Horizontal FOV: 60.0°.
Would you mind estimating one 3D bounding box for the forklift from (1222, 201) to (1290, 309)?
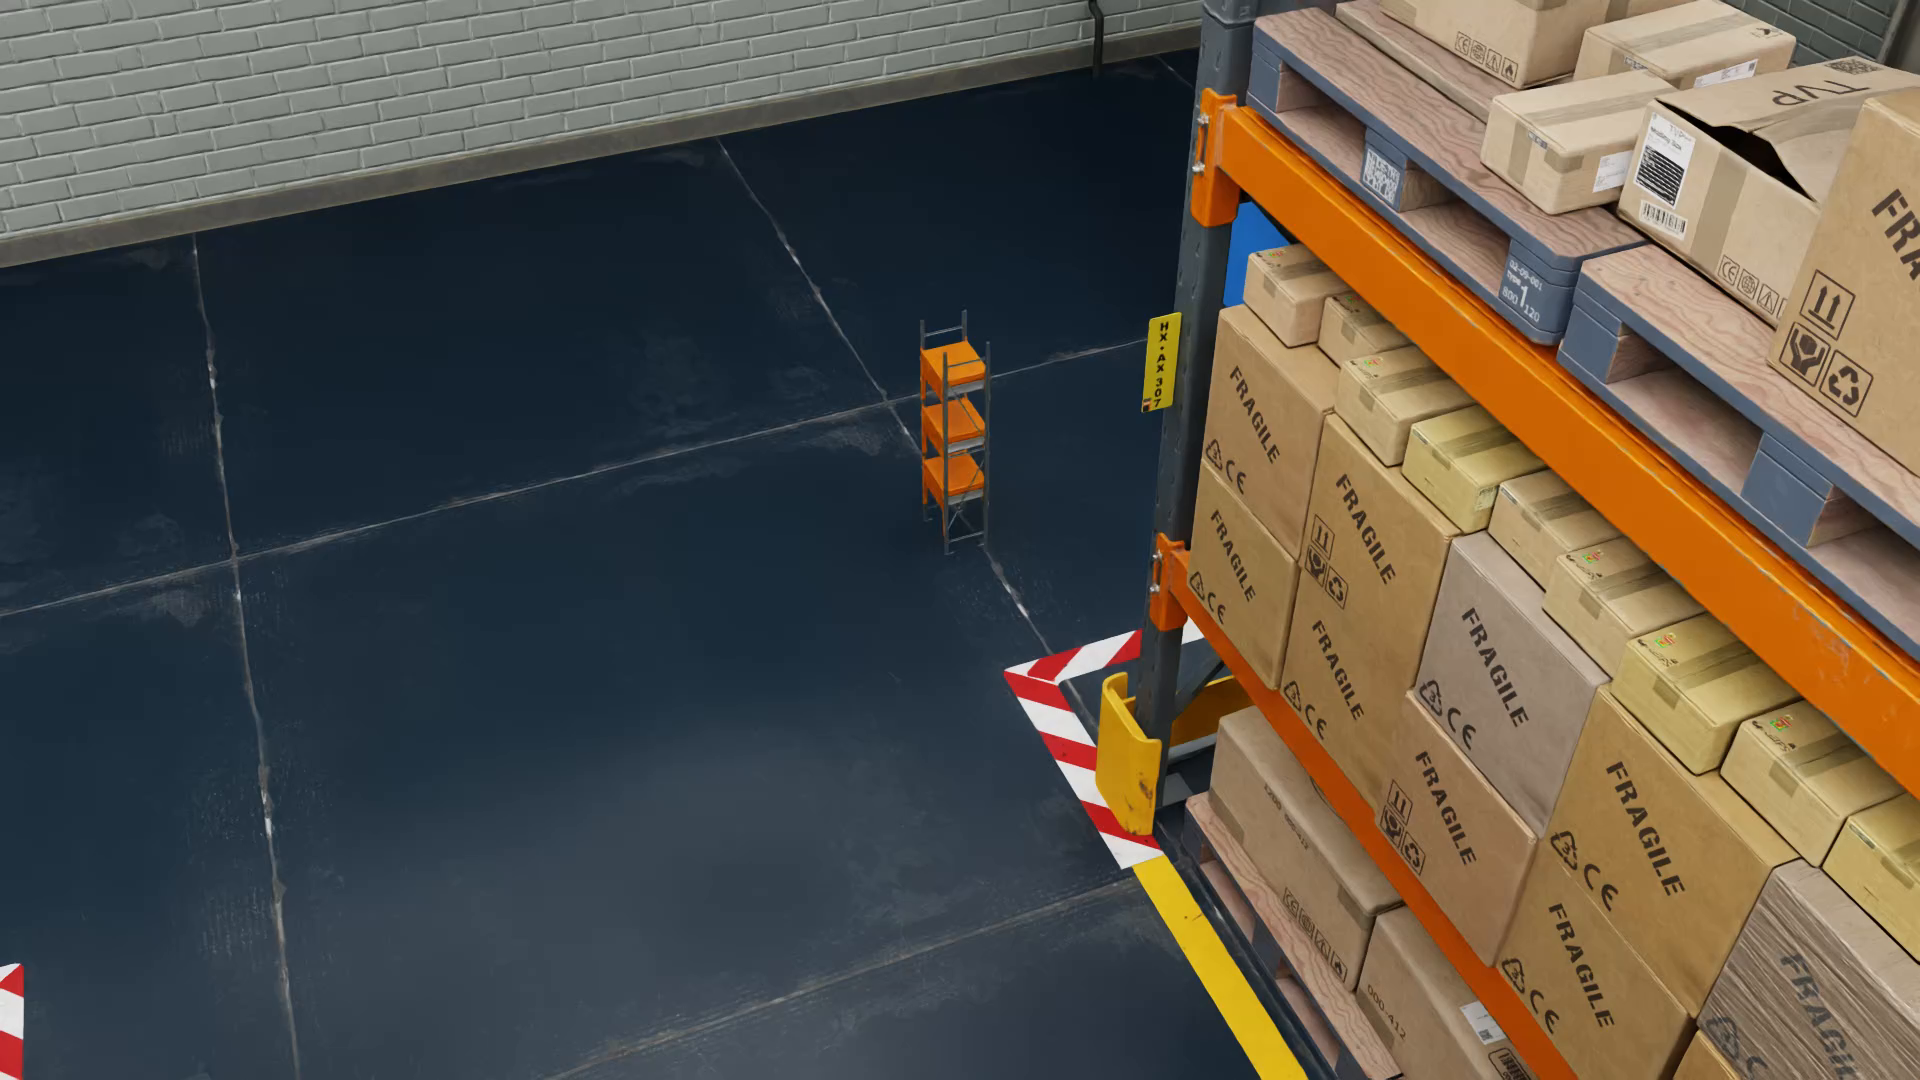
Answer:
[{"bbox_3d":[2.738,-2.382,7.771,3.031,2.935,1.130,-25,47,-26],"label":"forklift"}]

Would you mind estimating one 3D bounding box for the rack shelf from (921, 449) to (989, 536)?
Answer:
[{"bbox_3d":[-0.020,-0.212,7.133,0.215,0.259,0.240,-15,43,-17],"label":"rack shelf"}]

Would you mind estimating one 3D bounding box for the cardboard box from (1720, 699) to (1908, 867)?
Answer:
[{"bbox_3d":[1.678,0.422,3.118,0.380,0.149,0.250,-15,43,-17],"label":"cardboard box"}]

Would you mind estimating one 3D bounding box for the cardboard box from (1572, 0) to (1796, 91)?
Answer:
[{"bbox_3d":[1.588,-1.047,3.660,0.380,0.149,0.250,-18,44,-20],"label":"cardboard box"}]

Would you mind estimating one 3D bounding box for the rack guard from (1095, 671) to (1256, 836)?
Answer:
[{"bbox_3d":[1.089,0.645,6.117,1.175,0.500,0.348,-15,43,-17],"label":"rack guard"}]

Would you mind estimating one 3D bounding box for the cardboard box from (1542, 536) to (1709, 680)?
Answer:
[{"bbox_3d":[1.461,0.116,3.473,0.380,0.149,0.250,-15,43,-16],"label":"cardboard box"}]

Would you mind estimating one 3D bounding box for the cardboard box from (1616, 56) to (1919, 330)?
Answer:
[{"bbox_3d":[1.625,-0.675,3.104,0.500,0.311,0.500,-14,43,-16],"label":"cardboard box"}]

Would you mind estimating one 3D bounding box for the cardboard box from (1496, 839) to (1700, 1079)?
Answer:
[{"bbox_3d":[1.621,0.940,3.779,0.500,0.500,0.500,-14,43,-15],"label":"cardboard box"}]

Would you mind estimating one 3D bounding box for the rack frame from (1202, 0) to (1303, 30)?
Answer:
[{"bbox_3d":[1.098,-2.563,3.329,1.000,3.000,0.127,-15,43,-17],"label":"rack frame"}]

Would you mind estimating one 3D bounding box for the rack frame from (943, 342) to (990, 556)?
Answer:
[{"bbox_3d":[0.026,-0.357,6.860,0.200,1.050,0.008,-15,43,-17],"label":"rack frame"}]

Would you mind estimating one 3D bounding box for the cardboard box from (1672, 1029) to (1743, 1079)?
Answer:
[{"bbox_3d":[1.807,1.259,3.408,0.500,0.500,0.500,-16,43,-17],"label":"cardboard box"}]

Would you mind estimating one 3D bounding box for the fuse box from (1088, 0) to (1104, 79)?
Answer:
[{"bbox_3d":[0.916,-3.627,10.156,0.539,1.711,0.414,-15,43,-17],"label":"fuse box"}]

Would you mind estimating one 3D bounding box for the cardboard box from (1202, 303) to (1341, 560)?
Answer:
[{"bbox_3d":[1.019,-0.346,4.508,0.500,0.500,0.500,-16,43,-18],"label":"cardboard box"}]

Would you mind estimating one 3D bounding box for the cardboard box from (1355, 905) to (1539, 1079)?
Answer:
[{"bbox_3d":[1.801,1.445,4.912,0.875,0.438,0.875,-14,43,-16],"label":"cardboard box"}]

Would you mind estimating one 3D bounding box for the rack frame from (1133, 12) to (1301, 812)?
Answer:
[{"bbox_3d":[1.098,-0.289,5.285,1.000,3.000,0.127,-15,43,-17],"label":"rack frame"}]

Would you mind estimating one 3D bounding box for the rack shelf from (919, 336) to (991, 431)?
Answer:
[{"bbox_3d":[-0.020,-0.637,6.767,0.215,0.259,0.240,-15,43,-17],"label":"rack shelf"}]

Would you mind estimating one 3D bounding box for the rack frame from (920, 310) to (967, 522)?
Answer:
[{"bbox_3d":[-0.067,-0.504,7.031,0.200,1.050,0.008,-15,43,-17],"label":"rack frame"}]

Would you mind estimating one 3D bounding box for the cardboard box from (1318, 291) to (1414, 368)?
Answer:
[{"bbox_3d":[1.144,-0.529,4.223,0.380,0.149,0.250,-14,43,-16],"label":"cardboard box"}]

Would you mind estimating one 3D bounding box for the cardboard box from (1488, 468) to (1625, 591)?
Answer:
[{"bbox_3d":[1.405,-0.044,3.660,0.380,0.149,0.250,-15,43,-16],"label":"cardboard box"}]

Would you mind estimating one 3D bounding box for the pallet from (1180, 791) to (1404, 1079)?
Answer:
[{"bbox_3d":[1.477,1.231,5.657,1.003,0.211,1.213,-15,43,-17],"label":"pallet"}]

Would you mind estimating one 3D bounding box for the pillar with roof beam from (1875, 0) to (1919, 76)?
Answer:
[{"bbox_3d":[1.507,-4.579,5.673,9.100,9.000,0.400,-15,43,-17],"label":"pillar with roof beam"}]

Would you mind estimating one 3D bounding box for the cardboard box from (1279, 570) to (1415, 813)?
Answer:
[{"bbox_3d":[1.236,0.332,4.487,0.500,0.500,0.500,-16,43,-17],"label":"cardboard box"}]

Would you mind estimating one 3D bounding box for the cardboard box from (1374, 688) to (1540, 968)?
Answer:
[{"bbox_3d":[1.414,0.643,4.125,0.500,0.500,0.500,-15,43,-17],"label":"cardboard box"}]

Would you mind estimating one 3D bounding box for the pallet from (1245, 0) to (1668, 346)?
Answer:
[{"bbox_3d":[1.392,-0.948,3.819,1.003,0.211,1.213,-15,43,-17],"label":"pallet"}]

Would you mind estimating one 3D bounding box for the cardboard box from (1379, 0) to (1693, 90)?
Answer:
[{"bbox_3d":[1.354,-1.318,3.897,0.500,0.250,0.500,-19,44,-21],"label":"cardboard box"}]

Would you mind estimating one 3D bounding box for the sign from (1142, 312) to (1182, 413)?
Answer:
[{"bbox_3d":[0.583,-0.512,4.820,0.100,0.325,0.005,-15,43,-17],"label":"sign"}]

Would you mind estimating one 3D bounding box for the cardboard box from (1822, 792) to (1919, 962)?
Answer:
[{"bbox_3d":[1.786,0.566,2.950,0.380,0.149,0.250,-16,43,-18],"label":"cardboard box"}]

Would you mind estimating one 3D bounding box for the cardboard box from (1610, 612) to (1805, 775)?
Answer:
[{"bbox_3d":[1.533,0.276,3.288,0.380,0.149,0.250,-16,43,-18],"label":"cardboard box"}]

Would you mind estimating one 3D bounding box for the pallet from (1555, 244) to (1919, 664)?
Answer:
[{"bbox_3d":[1.862,-0.212,2.964,1.003,0.211,1.213,-15,43,-17],"label":"pallet"}]

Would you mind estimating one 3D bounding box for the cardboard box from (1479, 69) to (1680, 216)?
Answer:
[{"bbox_3d":[1.302,-0.815,3.391,0.380,0.149,0.250,-14,43,-15],"label":"cardboard box"}]

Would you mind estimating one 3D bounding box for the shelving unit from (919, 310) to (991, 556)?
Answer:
[{"bbox_3d":[-0.020,-0.430,6.945,0.215,1.050,0.252,-15,43,-17],"label":"shelving unit"}]

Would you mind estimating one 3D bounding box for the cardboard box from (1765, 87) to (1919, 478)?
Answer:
[{"bbox_3d":[1.731,-0.409,2.649,0.500,0.500,0.500,-14,43,-16],"label":"cardboard box"}]

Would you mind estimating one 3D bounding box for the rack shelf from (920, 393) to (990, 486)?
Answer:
[{"bbox_3d":[-0.020,-0.422,6.952,0.215,0.259,0.240,-15,43,-17],"label":"rack shelf"}]

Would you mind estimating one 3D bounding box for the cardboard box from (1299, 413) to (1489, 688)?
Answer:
[{"bbox_3d":[1.223,-0.036,4.148,0.500,0.500,0.500,-16,43,-18],"label":"cardboard box"}]

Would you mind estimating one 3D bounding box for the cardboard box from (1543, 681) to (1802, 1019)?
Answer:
[{"bbox_3d":[1.619,0.572,3.440,0.500,0.500,0.500,-15,43,-17],"label":"cardboard box"}]

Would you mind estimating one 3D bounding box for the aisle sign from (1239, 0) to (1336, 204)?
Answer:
[{"bbox_3d":[0.803,-1.245,4.404,0.394,0.787,0.004,-15,43,-17],"label":"aisle sign"}]

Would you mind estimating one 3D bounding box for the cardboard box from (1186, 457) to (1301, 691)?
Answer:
[{"bbox_3d":[1.017,0.034,4.833,0.500,0.500,0.500,-15,43,-17],"label":"cardboard box"}]

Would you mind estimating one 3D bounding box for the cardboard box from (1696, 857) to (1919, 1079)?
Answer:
[{"bbox_3d":[1.803,0.876,3.087,0.500,0.500,0.500,-15,43,-16],"label":"cardboard box"}]

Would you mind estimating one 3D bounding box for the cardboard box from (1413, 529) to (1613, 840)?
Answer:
[{"bbox_3d":[1.427,0.272,3.790,0.500,0.500,0.500,-15,43,-17],"label":"cardboard box"}]

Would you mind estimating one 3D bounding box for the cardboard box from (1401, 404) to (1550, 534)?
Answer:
[{"bbox_3d":[1.255,-0.190,3.829,0.380,0.149,0.250,-16,43,-18],"label":"cardboard box"}]

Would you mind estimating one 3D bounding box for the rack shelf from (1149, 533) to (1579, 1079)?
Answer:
[{"bbox_3d":[1.864,1.189,4.119,1.077,0.370,4.000,-15,43,-17],"label":"rack shelf"}]

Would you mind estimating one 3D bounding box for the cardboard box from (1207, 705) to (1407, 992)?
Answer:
[{"bbox_3d":[1.443,0.896,5.550,0.875,0.438,0.875,-17,43,-18],"label":"cardboard box"}]

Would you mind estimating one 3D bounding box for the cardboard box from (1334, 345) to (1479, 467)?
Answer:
[{"bbox_3d":[1.138,-0.344,4.008,0.380,0.149,0.250,-14,43,-16],"label":"cardboard box"}]

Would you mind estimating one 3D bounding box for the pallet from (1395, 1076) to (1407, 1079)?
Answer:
[{"bbox_3d":[1.939,1.964,4.804,1.003,0.211,1.213,-15,43,-17],"label":"pallet"}]

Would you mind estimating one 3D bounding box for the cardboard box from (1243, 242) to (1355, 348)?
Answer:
[{"bbox_3d":[0.978,-0.669,4.386,0.380,0.149,0.250,-14,43,-16],"label":"cardboard box"}]

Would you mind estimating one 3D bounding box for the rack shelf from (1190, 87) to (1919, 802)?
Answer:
[{"bbox_3d":[1.864,0.051,3.141,1.077,0.370,4.000,-15,43,-17],"label":"rack shelf"}]
